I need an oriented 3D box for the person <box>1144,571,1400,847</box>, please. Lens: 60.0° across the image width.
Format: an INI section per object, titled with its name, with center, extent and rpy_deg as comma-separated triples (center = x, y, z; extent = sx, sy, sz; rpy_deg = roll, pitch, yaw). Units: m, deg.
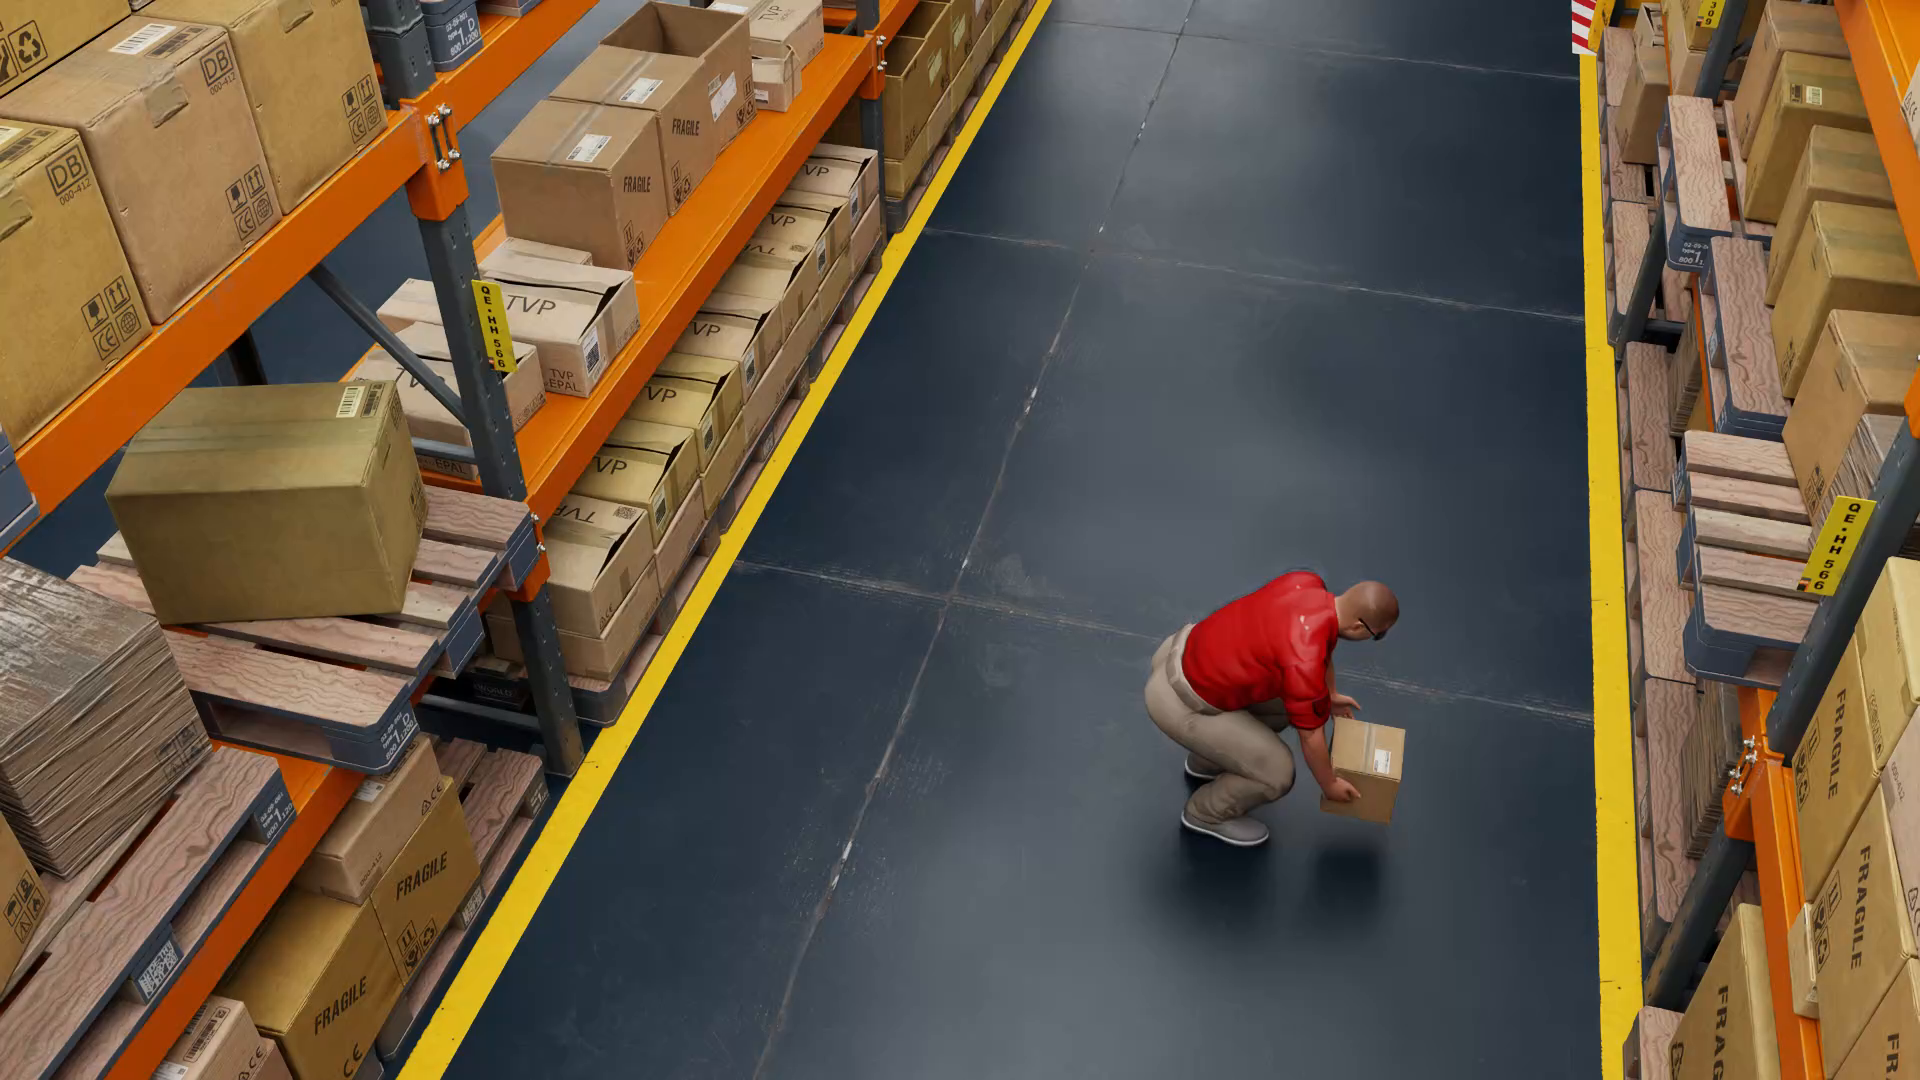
[person]
center = 1.082, 0.552, 5.974
extent = 0.813, 1.155, 0.573
rpy_deg = 10, 42, 11
